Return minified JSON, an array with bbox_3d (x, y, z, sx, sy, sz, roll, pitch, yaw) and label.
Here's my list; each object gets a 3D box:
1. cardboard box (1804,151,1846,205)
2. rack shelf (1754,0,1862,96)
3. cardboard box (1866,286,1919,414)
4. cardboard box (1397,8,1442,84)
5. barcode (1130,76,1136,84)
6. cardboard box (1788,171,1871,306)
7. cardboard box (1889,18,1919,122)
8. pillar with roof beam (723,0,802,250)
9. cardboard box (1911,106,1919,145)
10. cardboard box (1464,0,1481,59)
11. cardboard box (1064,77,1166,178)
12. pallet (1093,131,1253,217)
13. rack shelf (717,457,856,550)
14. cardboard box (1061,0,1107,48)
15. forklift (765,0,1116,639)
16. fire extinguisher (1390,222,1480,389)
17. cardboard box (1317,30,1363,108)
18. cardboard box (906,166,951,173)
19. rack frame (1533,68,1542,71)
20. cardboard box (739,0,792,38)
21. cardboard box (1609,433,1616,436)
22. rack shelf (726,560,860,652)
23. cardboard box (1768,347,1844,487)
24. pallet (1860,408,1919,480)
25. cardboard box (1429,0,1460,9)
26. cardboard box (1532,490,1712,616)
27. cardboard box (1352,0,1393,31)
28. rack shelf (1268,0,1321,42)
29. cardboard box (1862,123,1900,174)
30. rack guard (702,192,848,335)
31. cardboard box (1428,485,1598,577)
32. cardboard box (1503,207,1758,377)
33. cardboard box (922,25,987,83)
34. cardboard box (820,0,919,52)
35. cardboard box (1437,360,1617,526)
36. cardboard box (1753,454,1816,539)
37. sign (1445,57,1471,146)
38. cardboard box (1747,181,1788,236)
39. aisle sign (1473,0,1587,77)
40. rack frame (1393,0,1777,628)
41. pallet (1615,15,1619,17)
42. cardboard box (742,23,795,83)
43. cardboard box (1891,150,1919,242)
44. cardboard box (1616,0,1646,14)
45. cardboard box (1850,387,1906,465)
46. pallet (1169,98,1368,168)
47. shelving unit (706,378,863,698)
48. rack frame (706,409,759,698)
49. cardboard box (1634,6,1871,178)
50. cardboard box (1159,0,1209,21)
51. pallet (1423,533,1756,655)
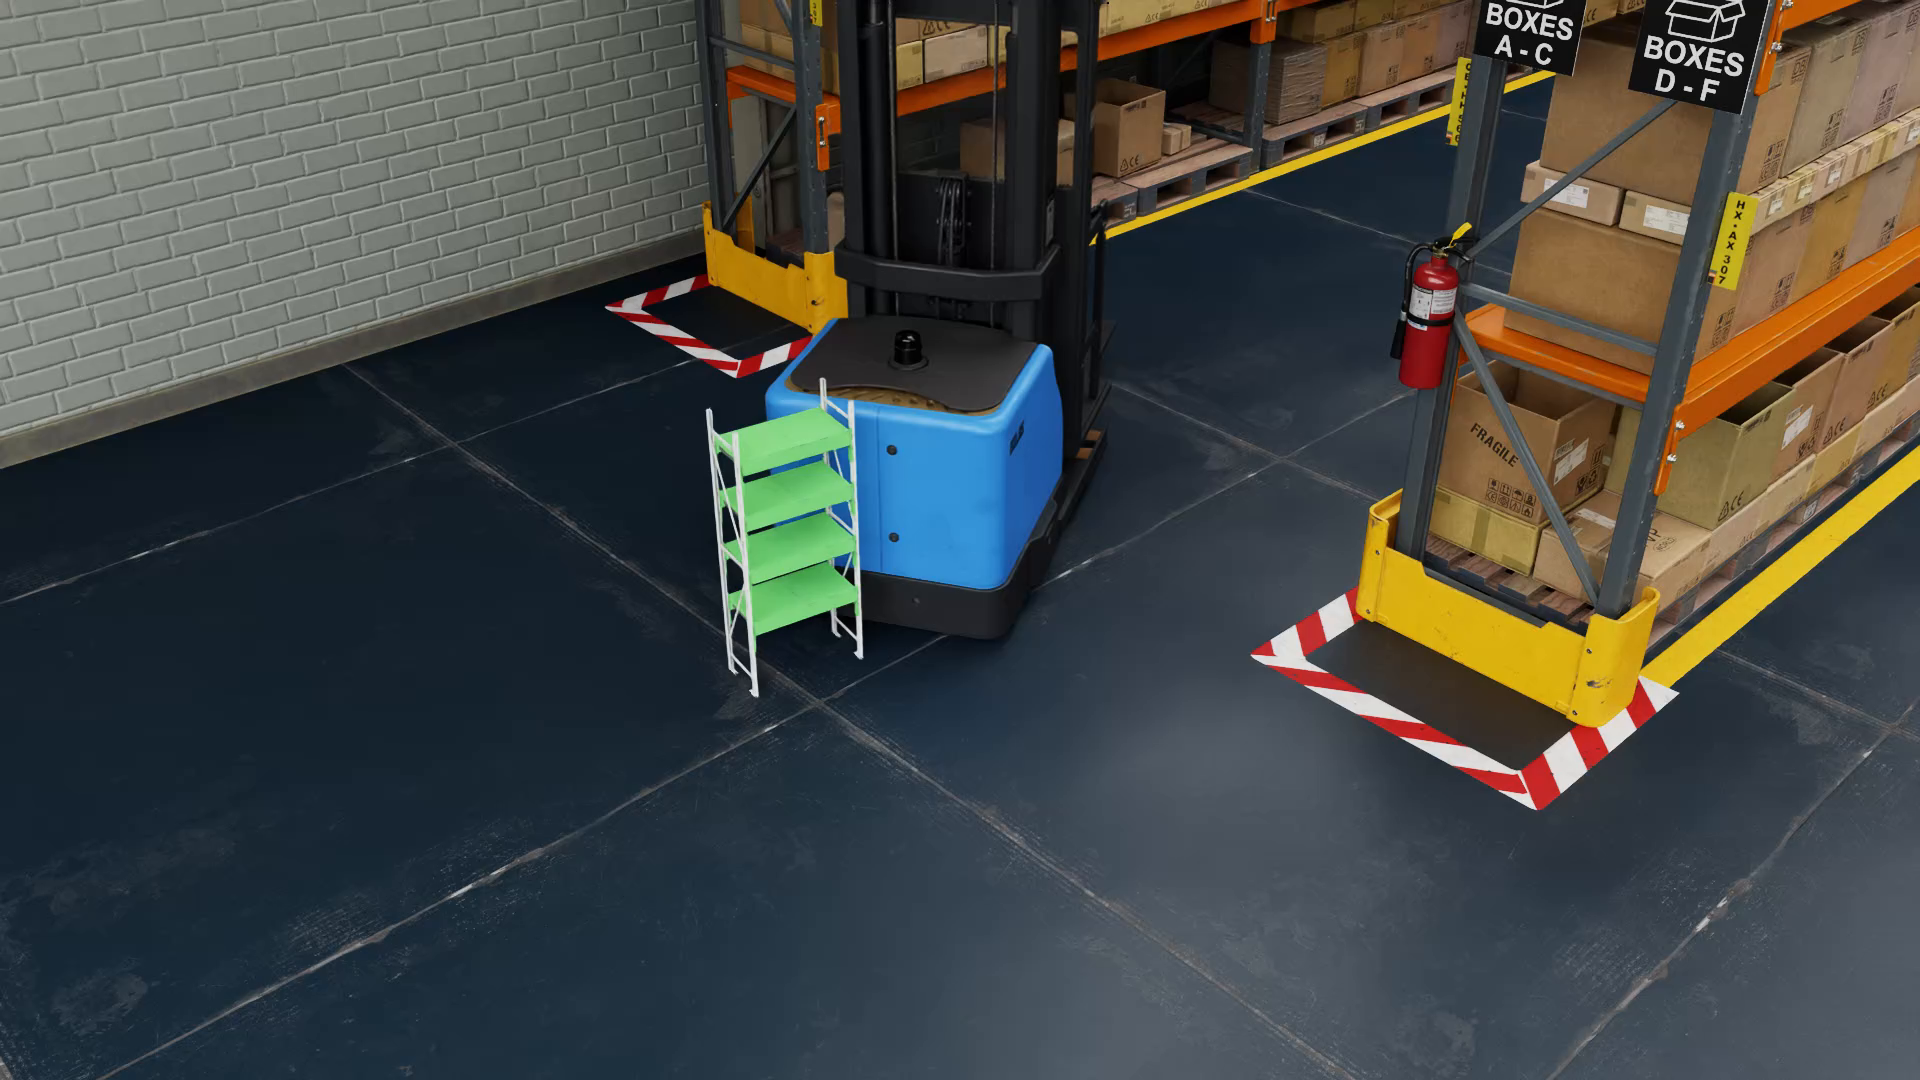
[{"bbox_3d":[3.233,-1.467,6.557,0.250,0.149,0.380,-27,40,-36],"label":"cardboard box"},{"bbox_3d":[3.704,-2.502,6.781,4.000,0.370,1.077,-26,40,-35],"label":"rack shelf"},{"bbox_3d":[4.240,-0.965,7.967,0.500,0.500,0.500,-26,40,-35],"label":"cardboard box"},{"bbox_3d":[3.438,-4.072,13.508,0.500,0.500,0.700,-26,40,-36],"label":"cardboard box"},{"bbox_3d":[1.240,-3.290,11.924,0.075,0.075,0.001,-26,40,-35],"label":"barcode"},{"bbox_3d":[3.338,-1.385,7.044,0.500,0.500,0.700,-26,40,-35],"label":"cardboard box"},{"bbox_3d":[3.745,-2.141,7.037,0.500,0.500,0.700,-26,40,-35],"label":"cardboard box"},{"bbox_3d":[1.718,-4.205,6.001,0.400,9.000,9.100,-26,40,-35],"label":"pillar with roof beam"},{"bbox_3d":[3.992,-1.835,7.157,0.250,0.149,0.380,-24,39,-34],"label":"cardboard box"},{"bbox_3d":[4.240,-4.397,14.040,0.500,0.500,0.700,-25,39,-35],"label":"cardboard box"},{"bbox_3d":[1.065,-2.870,11.543,0.500,0.500,0.500,26,40,35],"label":"cardboard box"},{"bbox_3d":[1.331,-2.691,11.949,1.213,0.211,1.003,-26,40,-35],"label":"pallet"},{"bbox_3d":[-0.680,-0.148,6.504,0.480,0.148,0.258,-19,36,-28],"label":"rack shelf"},{"bbox_3d":[0.561,-3.256,10.325,0.500,0.250,0.500,-25,40,-35],"label":"cardboard box"},{"bbox_3d":[0.112,-1.595,7.549,1.130,2.935,3.031,9,33,14],"label":"forklift"},{"bbox_3d":[1.835,-0.923,6.458,0.183,0.674,0.296,-26,40,-35],"label":"fire extinguisher"},{"bbox_3d":[2.673,-3.724,12.939,0.500,0.500,0.700,-27,40,-36],"label":"cardboard box"},{"bbox_3d":[-0.147,-2.167,10.575,0.500,0.311,0.500,-22,38,-32],"label":"cardboard box"},{"bbox_3d":[4.732,-5.551,13.953,0.127,3.000,1.000,-26,40,-35],"label":"rack frame"},{"bbox_3d":[-0.933,-3.227,9.557,0.500,0.500,0.500,-26,40,-36],"label":"cardboard box"},{"bbox_3d":[3.153,-0.489,7.908,0.500,0.250,0.500,-26,40,-35],"label":"cardboard box"},{"bbox_3d":[-0.680,0.262,6.755,0.480,0.148,0.258,-19,36,-28],"label":"rack shelf"},{"bbox_3d":[3.505,-0.611,7.389,0.500,0.500,0.500,-26,40,-35],"label":"cardboard box"},{"bbox_3d":[4.559,-0.783,8.828,1.213,0.211,1.003,-26,40,-35],"label":"pallet"},{"bbox_3d":[3.779,-4.539,13.553,0.500,0.250,0.500,-25,39,-35],"label":"cardboard box"},{"bbox_3d":[2.782,0.069,6.995,0.500,0.250,0.500,-26,40,-35],"label":"cardboard box"},{"bbox_3d":[3.027,-4.185,12.974,0.500,0.250,0.500,-27,41,-37],"label":"cardboard box"},{"bbox_3d":[3.266,-4.535,12.981,4.000,0.370,1.077,-26,40,-35],"label":"rack shelf"},{"bbox_3d":[3.614,-1.654,6.862,0.250,0.149,0.380,-26,40,-36],"label":"cardboard box"},{"bbox_3d":[-1.078,-1.674,10.009,0.348,0.500,1.175,-26,40,-35],"label":"rack guard"},{"bbox_3d":[2.429,-0.129,7.319,0.500,0.250,0.500,-26,40,-35],"label":"cardboard box"},{"bbox_3d":[2.588,-1.023,6.452,0.500,0.500,0.700,-26,40,-35],"label":"cardboard box"},{"bbox_3d":[-0.189,-2.899,9.741,0.500,0.250,0.500,-27,41,-37],"label":"cardboard box"},{"bbox_3d":[-0.579,-3.032,9.240,0.500,0.500,0.500,-26,40,-35],"label":"cardboard box"},{"bbox_3d":[2.428,-0.450,7.125,0.500,0.500,0.500,-26,40,-35],"label":"cardboard box"},{"bbox_3d":[3.513,-0.287,7.577,0.500,0.250,0.500,-26,40,-35],"label":"cardboard box"},{"bbox_3d":[1.878,-1.628,6.199,0.005,0.325,0.100,-26,40,-35],"label":"sign"},{"bbox_3d":[2.863,-1.291,6.268,0.250,0.149,0.380,-27,41,-37],"label":"cardboard box"},{"bbox_3d":[1.989,-2.018,5.683,0.004,0.787,0.394,-26,40,-35],"label":"aisle sign"},{"bbox_3d":[2.237,-0.820,6.216,0.127,3.000,1.000,-26,40,-35],"label":"rack frame"},{"bbox_3d":[5.362,-4.612,15.091,1.213,0.211,1.003,-26,40,-35],"label":"pallet"},{"bbox_3d":[-0.923,-2.898,9.739,0.500,0.250,0.500,-25,39,-35],"label":"cardboard box"},{"bbox_3d":[4.096,-1.756,7.650,0.500,0.500,0.700,-25,39,-35],"label":"cardboard box"},{"bbox_3d":[6.008,-5.332,15.253,0.750,0.750,0.750,-26,40,-36],"label":"cardboard box"},{"bbox_3d":[4.249,-0.640,8.155,0.500,0.250,0.500,-26,40,-35],"label":"cardboard box"},{"bbox_3d":[2.369,-3.220,12.813,1.213,0.211,1.003,-26,40,-35],"label":"pallet"},{"bbox_3d":[-0.680,0.002,6.596,0.503,1.200,0.258,-19,36,-28],"label":"shelving unit"},{"bbox_3d":[-0.884,0.072,6.483,0.015,1.200,0.240,-19,36,-28],"label":"rack frame"},{"bbox_3d":[3.009,-1.784,6.453,0.500,0.500,0.700,-27,41,-37],"label":"cardboard box"},{"bbox_3d":[1.287,-3.619,10.918,0.500,0.250,0.500,-26,40,-35],"label":"cardboard box"},{"bbox_3d":[2.769,0.082,7.413,1.213,0.211,1.003,-26,40,-35],"label":"pallet"}]
